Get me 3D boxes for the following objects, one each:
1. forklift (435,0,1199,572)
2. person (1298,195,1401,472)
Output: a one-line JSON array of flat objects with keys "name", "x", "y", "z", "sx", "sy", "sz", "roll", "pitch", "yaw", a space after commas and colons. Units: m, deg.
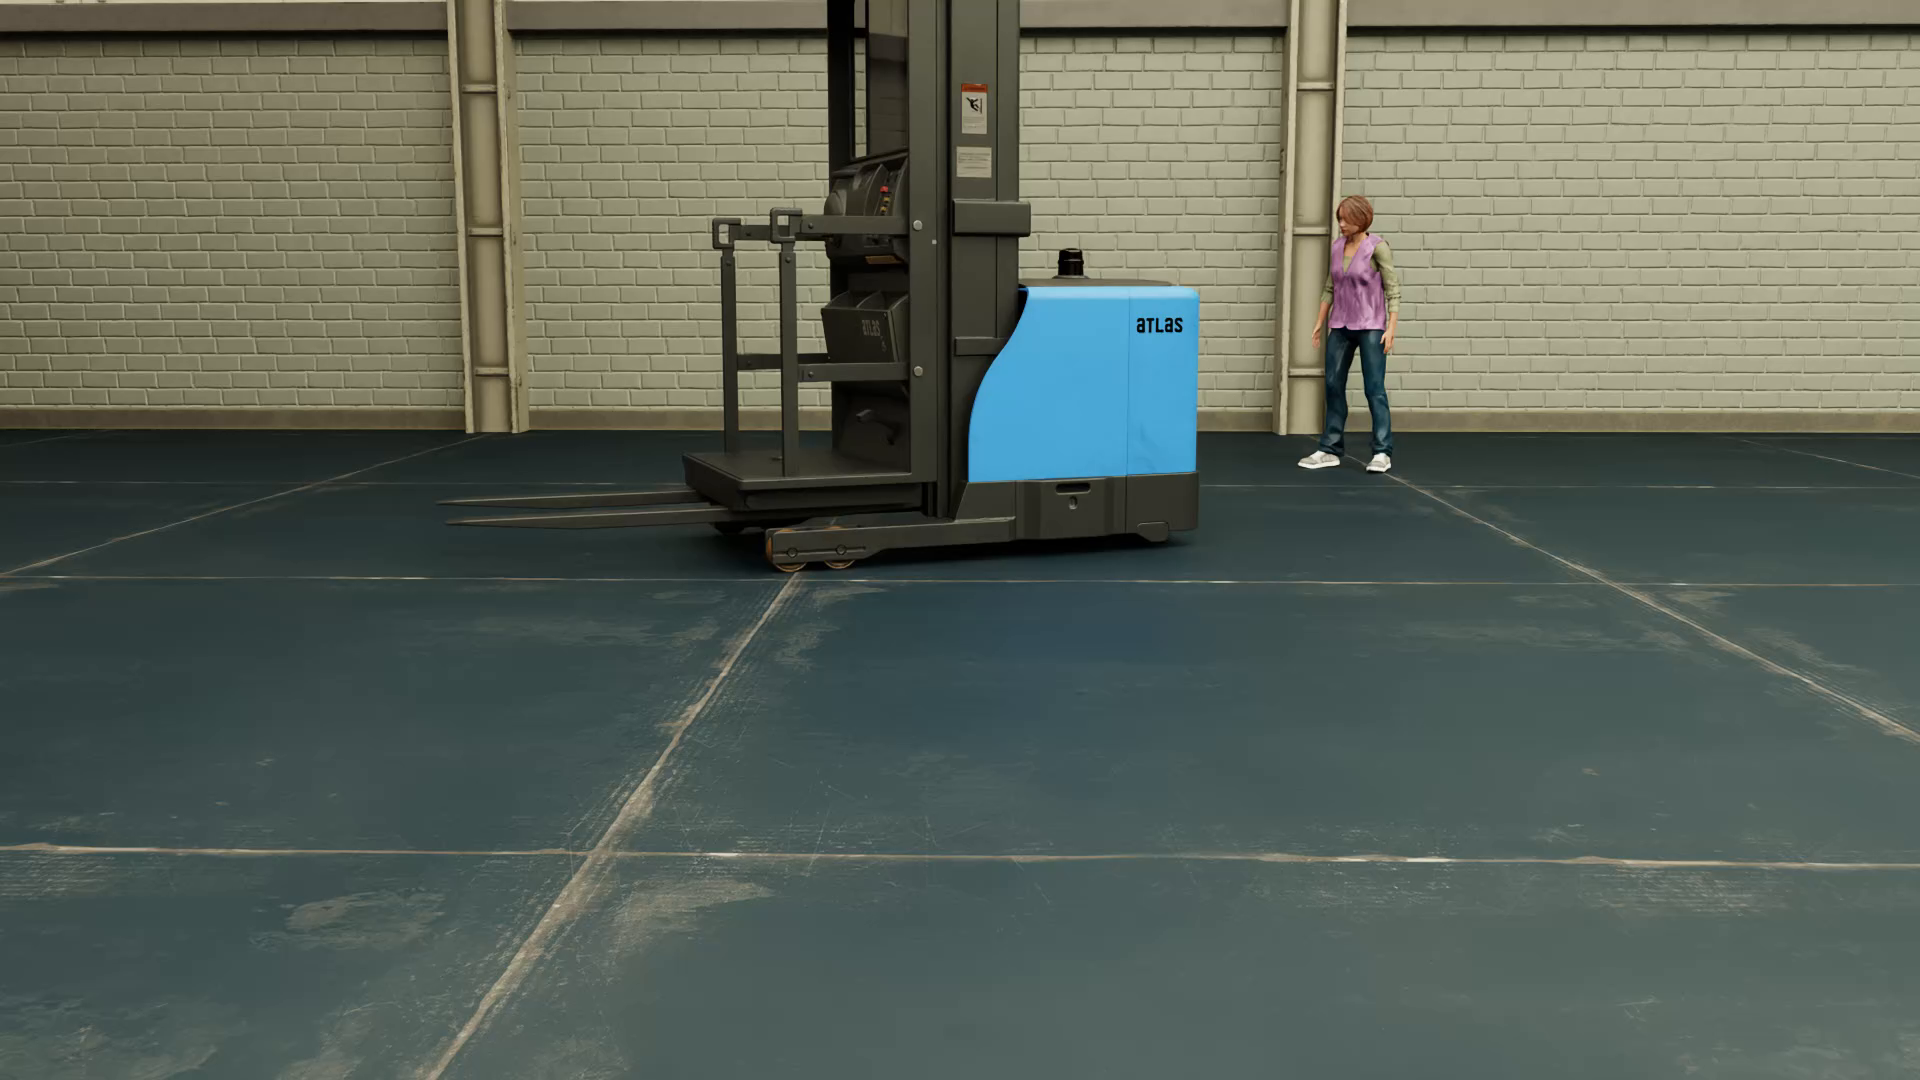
[{"name": "forklift", "x": -0.569, "y": -1.416, "z": 6.694, "sx": 3.031, "sy": 2.935, "sz": 1.130, "roll": -3, "pitch": 9, "yaw": -20}, {"name": "person", "x": 2.330, "y": -1.205, "z": 9.792, "sx": 0.389, "sy": 1.589, "sz": 0.541, "roll": -8, "pitch": 12, "yaw": -43}]
